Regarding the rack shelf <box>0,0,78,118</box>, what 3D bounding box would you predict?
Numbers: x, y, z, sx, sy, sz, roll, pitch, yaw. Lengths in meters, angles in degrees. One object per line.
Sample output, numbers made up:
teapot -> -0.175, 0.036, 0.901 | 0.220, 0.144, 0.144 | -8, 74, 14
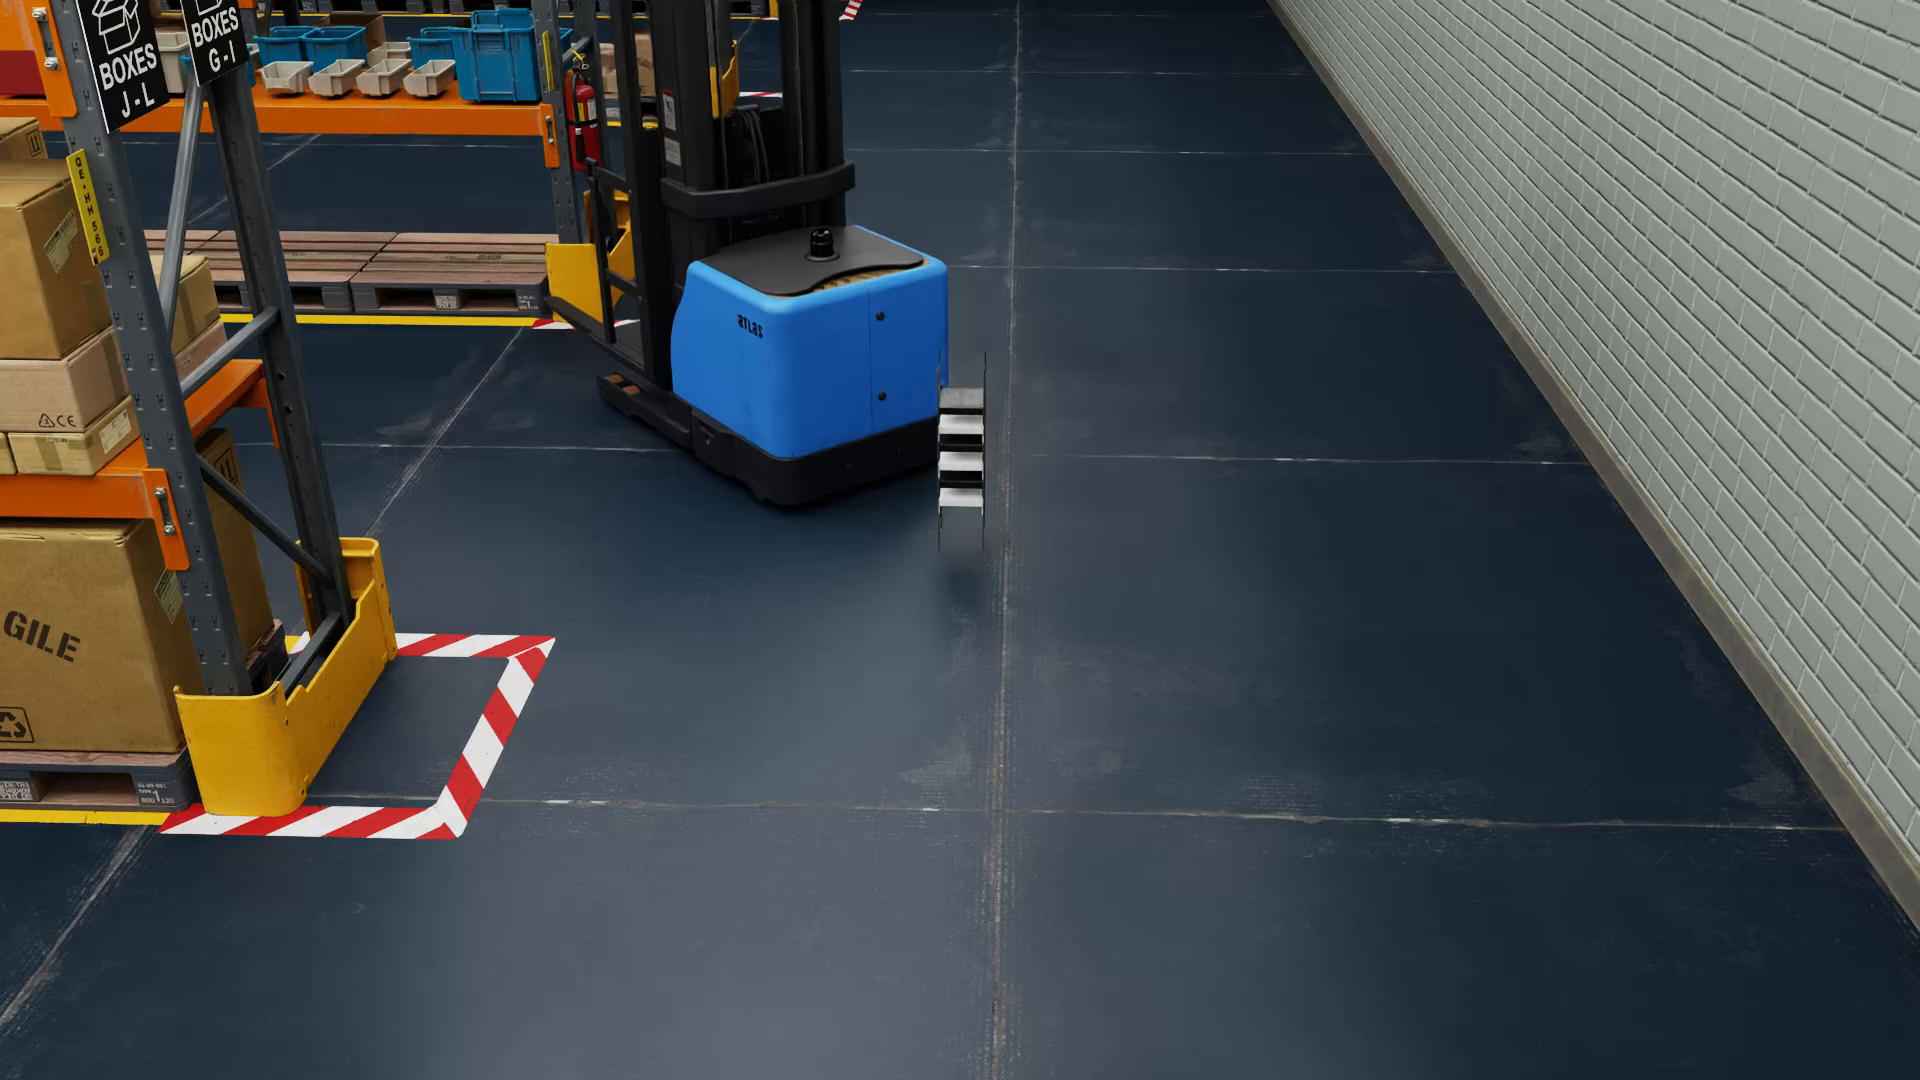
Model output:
rack shelf -> -4.537, -1.660, 5.244 | 4.000, 0.370, 1.077 | 1, 28, 2

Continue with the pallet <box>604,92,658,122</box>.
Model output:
pallet -> -3.058, -4.038, 15.142 | 1.213, 0.211, 1.003 | 1, 28, 2

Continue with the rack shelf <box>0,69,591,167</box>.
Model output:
rack shelf -> -4.362, -2.653, 10.320 | 4.000, 0.370, 1.077 | 1, 28, 2

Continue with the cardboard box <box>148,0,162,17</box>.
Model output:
cardboard box -> -7.657, -4.882, 15.155 | 0.500, 0.250, 0.500 | 1, 28, 2

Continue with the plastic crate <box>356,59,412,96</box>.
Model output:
plastic crate -> -3.474, -2.788, 10.024 | 0.243, 0.136, 0.396 | 1, 28, 2

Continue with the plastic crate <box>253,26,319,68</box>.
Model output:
plastic crate -> -4.215, -3.075, 10.463 | 0.300, 0.233, 0.416 | 1, 28, 2

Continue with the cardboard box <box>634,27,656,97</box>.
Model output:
cardboard box -> -2.737, -4.240, 14.744 | 0.500, 0.500, 0.500 | 1, 28, 2

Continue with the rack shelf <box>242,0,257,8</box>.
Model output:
rack shelf -> -4.184, -4.971, 14.693 | 4.000, 0.370, 1.077 | 1, 28, 2

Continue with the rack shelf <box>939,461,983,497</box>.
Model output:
rack shelf -> 0.008, -0.288, 7.597 | 0.200, 0.077, 0.258 | 1, 28, 2

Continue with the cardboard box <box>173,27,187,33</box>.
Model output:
cardboard box -> -6.686, -4.286, 14.832 | 0.500, 0.500, 0.500 | 1, 28, 2

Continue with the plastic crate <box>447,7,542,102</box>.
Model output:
plastic crate -> -2.705, -2.898, 9.912 | 0.499, 0.435, 0.616 | 1, 28, 2

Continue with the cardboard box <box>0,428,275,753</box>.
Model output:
cardboard box -> -3.181, 0.161, 6.064 | 0.875, 0.875, 0.875 | 1, 28, 2

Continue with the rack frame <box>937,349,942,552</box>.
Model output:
rack frame -> -0.093, -0.399, 7.542 | 0.006, 0.900, 0.240 | 1, 28, 2

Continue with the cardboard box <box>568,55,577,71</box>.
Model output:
cardboard box -> -3.686, -4.159, 14.859 | 0.500, 0.250, 0.500 | 1, 28, 2

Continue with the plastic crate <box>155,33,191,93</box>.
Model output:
plastic crate -> -4.842, -2.866, 10.017 | 0.530, 0.282, 0.437 | 1, 28, 2

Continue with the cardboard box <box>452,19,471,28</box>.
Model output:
cardboard box -> -4.305, -4.385, 15.015 | 0.637, 0.503, 0.797 | 1, 28, 2

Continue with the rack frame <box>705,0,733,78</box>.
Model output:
rack frame -> -2.185, -5.256, 14.463 | 0.127, 3.000, 1.000 | 1, 28, 2

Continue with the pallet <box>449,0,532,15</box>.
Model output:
pallet -> -5.254, -6.360, 19.522 | 1.213, 0.211, 1.003 | 1, 28, 2

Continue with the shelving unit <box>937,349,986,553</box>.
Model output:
shelving unit -> 0.008, -0.397, 7.539 | 0.210, 0.900, 0.258 | 1, 28, 2

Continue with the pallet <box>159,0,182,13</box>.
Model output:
pallet -> -9.224, -6.427, 19.648 | 1.213, 0.211, 1.003 | 1, 28, 2

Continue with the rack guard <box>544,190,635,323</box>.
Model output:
rack guard -> -2.339, -1.839, 10.685 | 0.348, 0.500, 1.175 | 1, 28, 2

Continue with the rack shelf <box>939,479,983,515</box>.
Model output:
rack shelf -> 0.008, -0.209, 7.639 | 0.200, 0.077, 0.258 | 1, 28, 2

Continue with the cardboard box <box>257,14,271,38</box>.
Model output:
cardboard box -> -6.657, -4.534, 15.300 | 0.500, 0.500, 0.500 | 0, 28, -1

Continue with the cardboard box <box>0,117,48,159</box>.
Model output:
cardboard box -> -3.508, -1.158, 5.774 | 0.500, 0.500, 0.500 | 0, 28, 1

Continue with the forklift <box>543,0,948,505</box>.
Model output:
forklift -> -1.334, -2.088, 8.559 | 1.130, 2.935, 3.031 | -20, 34, -32

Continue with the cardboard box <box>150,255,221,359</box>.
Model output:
cardboard box -> -3.009, -0.819, 5.934 | 0.500, 0.250, 0.500 | 0, 28, 0

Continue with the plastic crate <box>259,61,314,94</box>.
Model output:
plastic crate -> -4.050, -2.777, 10.004 | 0.250, 0.136, 0.298 | 1, 28, 2

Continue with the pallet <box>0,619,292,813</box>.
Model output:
pallet -> -3.340, 0.636, 6.324 | 1.213, 0.211, 1.003 | 1, 28, 2

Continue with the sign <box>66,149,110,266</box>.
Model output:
sign -> -2.571, -0.982, 4.910 | 0.005, 0.325, 0.100 | 1, 28, 2

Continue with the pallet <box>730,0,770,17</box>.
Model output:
pallet -> -2.816, -6.319, 19.446 | 1.213, 0.211, 1.003 | 1, 28, 2

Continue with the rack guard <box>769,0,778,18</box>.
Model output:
rack guard -> -1.990, -6.470, 19.421 | 0.348, 0.500, 1.175 | 1, 28, 2

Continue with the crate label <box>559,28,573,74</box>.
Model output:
crate label -> -2.599, -3.048, 10.412 | 0.303, 0.233, 0.416 | 1, 28, 2

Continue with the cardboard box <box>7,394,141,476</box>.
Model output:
cardboard box -> -2.906, -0.360, 5.495 | 0.250, 0.149, 0.380 | 1, 28, 3

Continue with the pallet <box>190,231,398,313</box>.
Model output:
pallet -> -4.402, -1.759, 10.842 | 1.213, 0.211, 1.003 | 1, 28, 2

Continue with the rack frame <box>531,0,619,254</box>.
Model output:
rack frame -> -2.364, -2.938, 10.089 | 0.127, 3.000, 1.000 | 1, 28, 2

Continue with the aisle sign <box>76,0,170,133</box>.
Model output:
aisle sign -> -2.477, -1.626, 4.839 | 0.004, 0.787, 0.394 | 1, 28, 2

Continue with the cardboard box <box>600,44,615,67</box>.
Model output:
cardboard box -> -3.218, -4.386, 15.286 | 0.500, 0.250, 0.500 | 1, 28, 2

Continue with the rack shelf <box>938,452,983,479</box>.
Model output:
rack shelf -> 0.008, -0.368, 7.555 | 0.200, 0.077, 0.258 | 1, 28, 2

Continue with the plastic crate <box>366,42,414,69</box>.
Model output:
plastic crate -> -3.594, -3.061, 10.539 | 0.298, 0.136, 0.250 | 1, 28, 2
